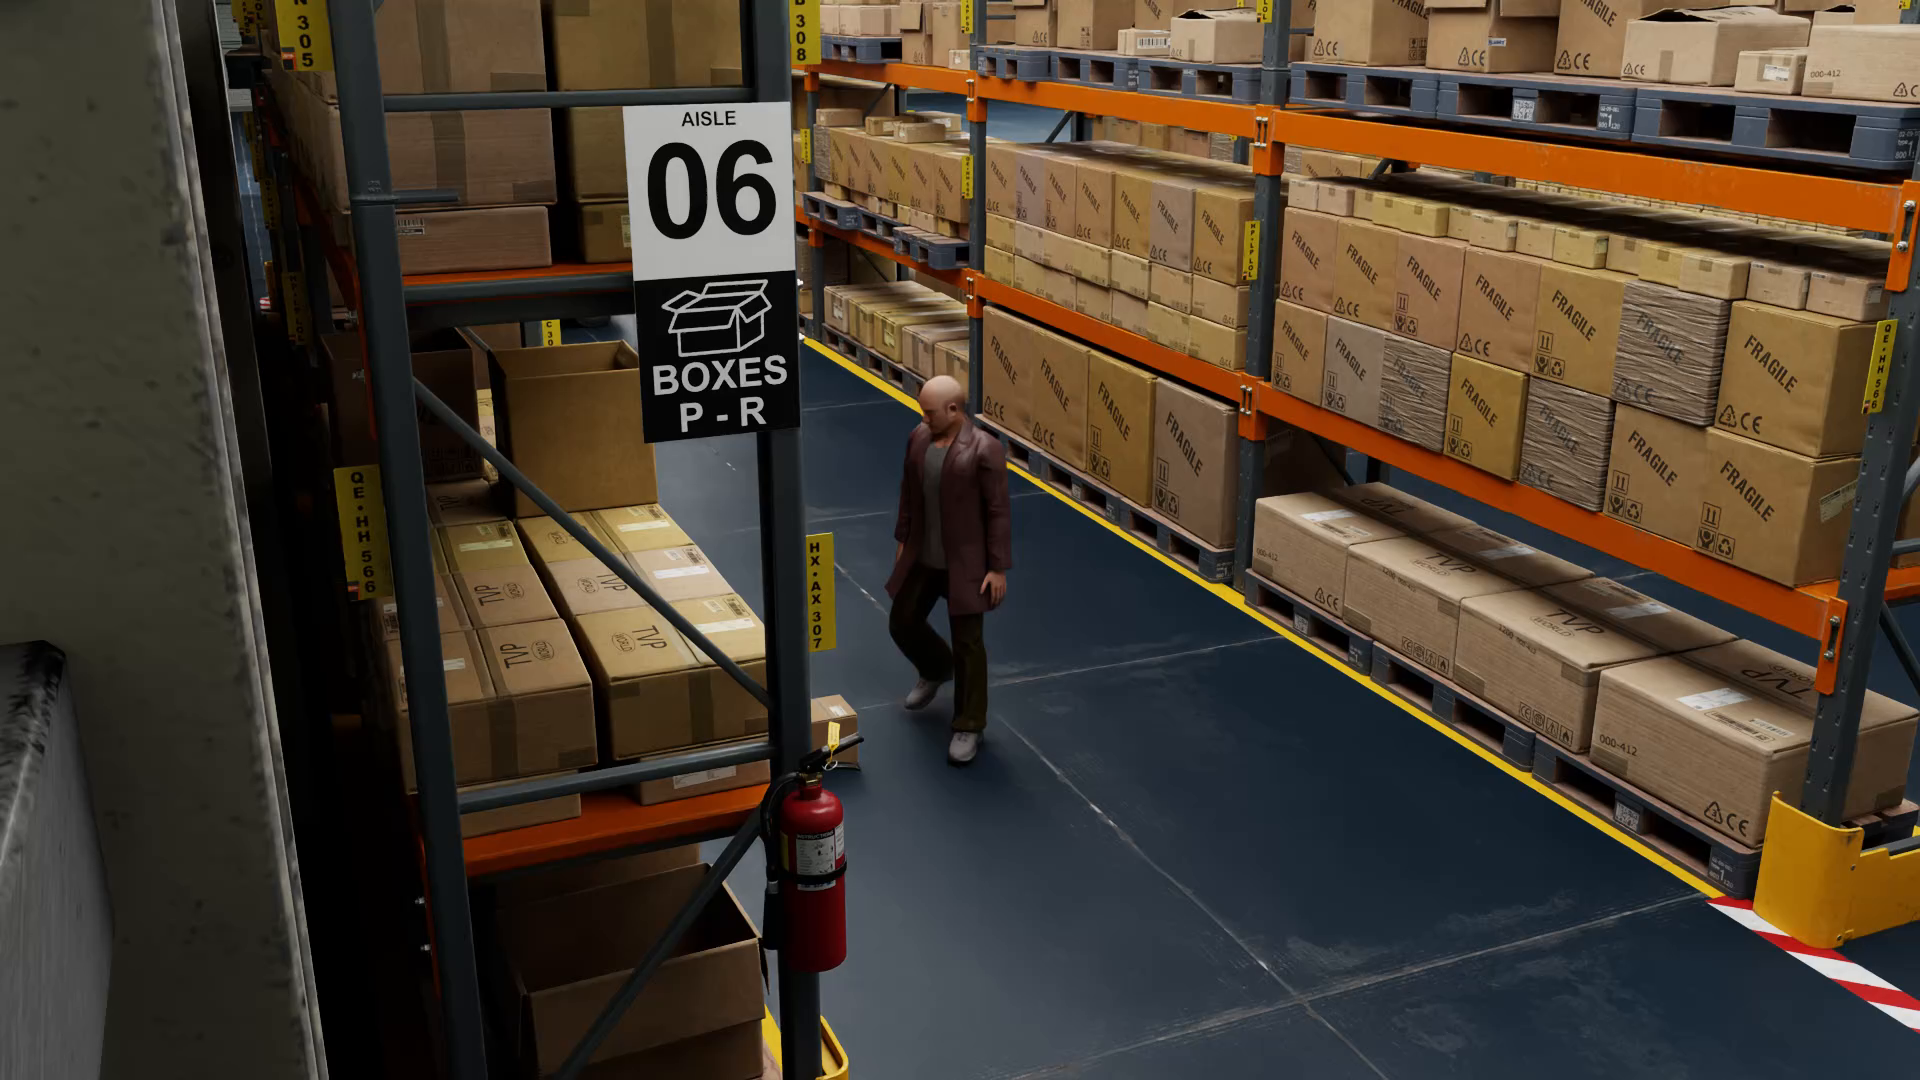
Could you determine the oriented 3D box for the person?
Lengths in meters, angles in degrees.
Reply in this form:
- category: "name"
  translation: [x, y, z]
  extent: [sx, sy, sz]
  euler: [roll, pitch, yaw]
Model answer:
- category: "person"
  translation: [-0.039, 0.085, 7.818]
  extent: [0.682, 1.771, 0.658]
  euler: [12, 22, 32]
